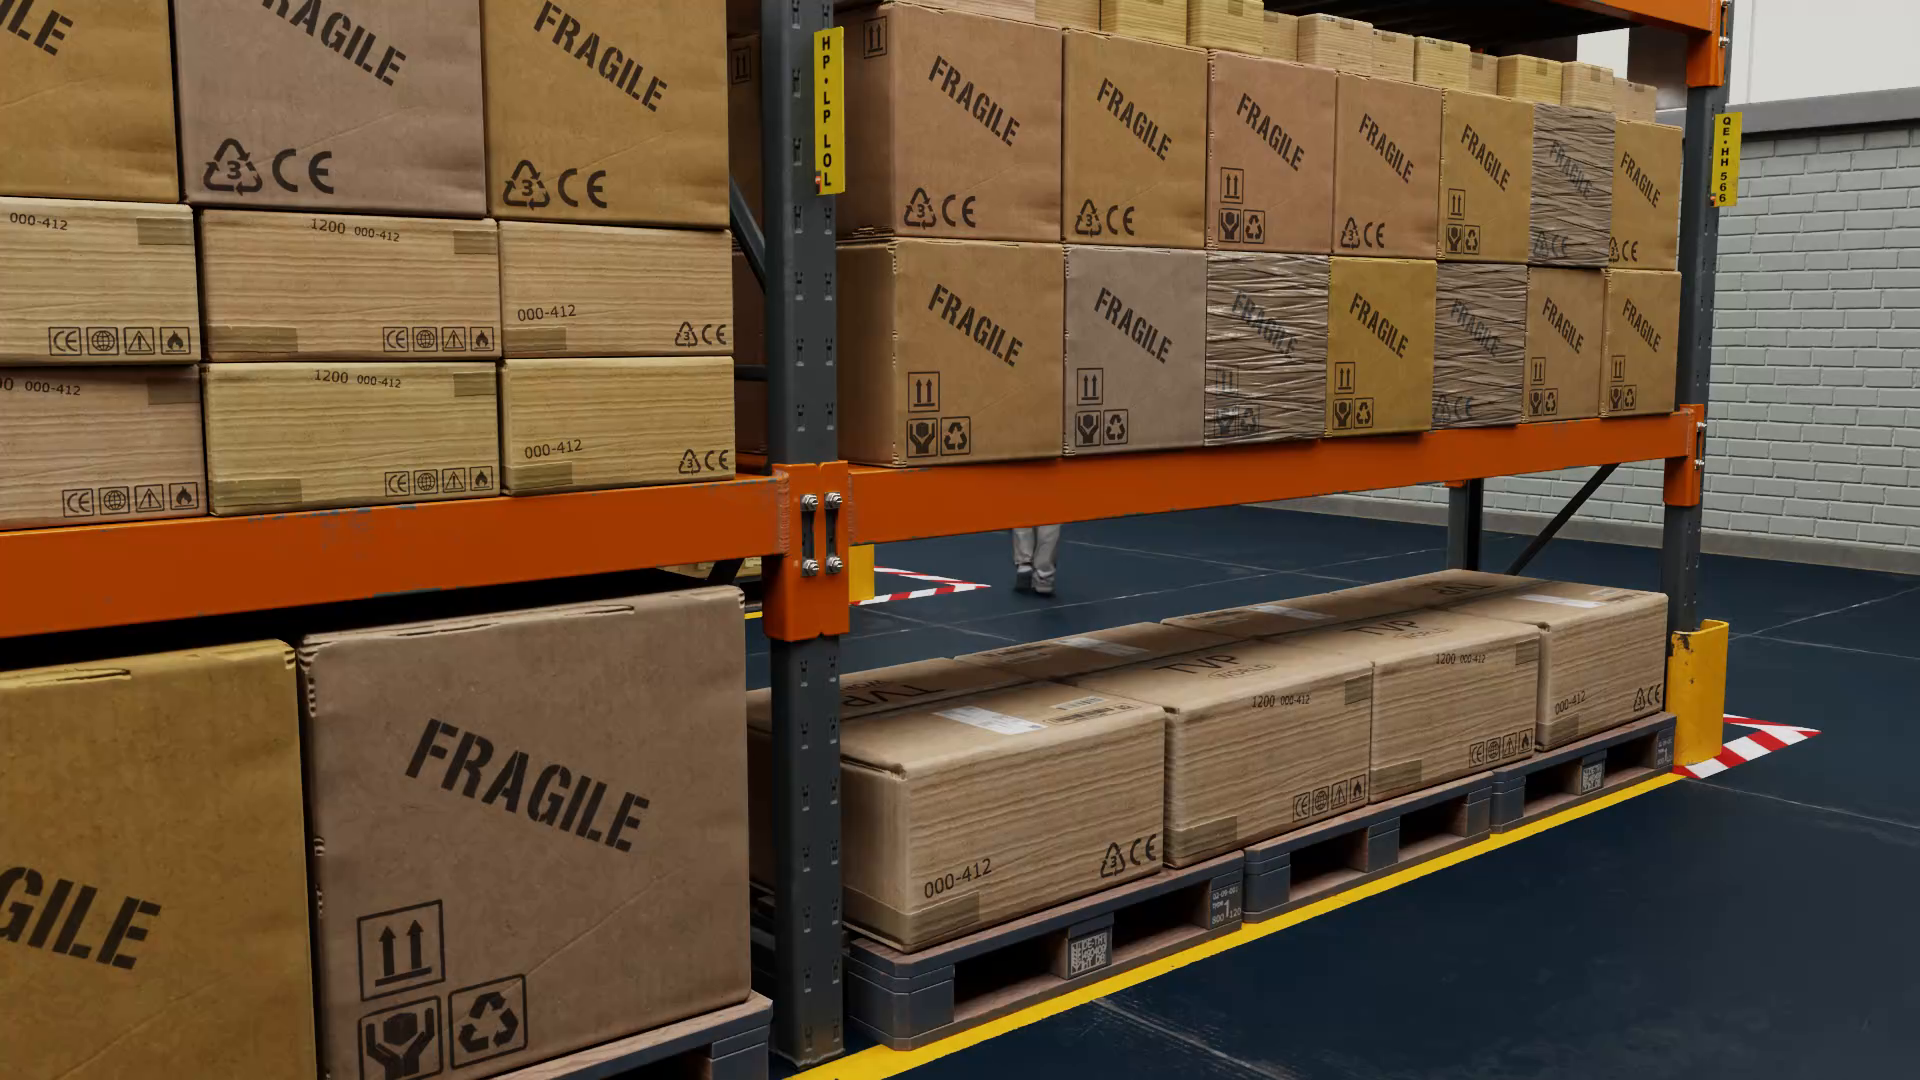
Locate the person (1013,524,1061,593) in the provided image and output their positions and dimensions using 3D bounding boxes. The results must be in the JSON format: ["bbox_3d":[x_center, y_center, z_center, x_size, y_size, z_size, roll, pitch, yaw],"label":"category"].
[{"bbox_3d":[0.506,-0.545,10.015,0.573,1.836,0.525,2,8,12],"label":"person"}]
